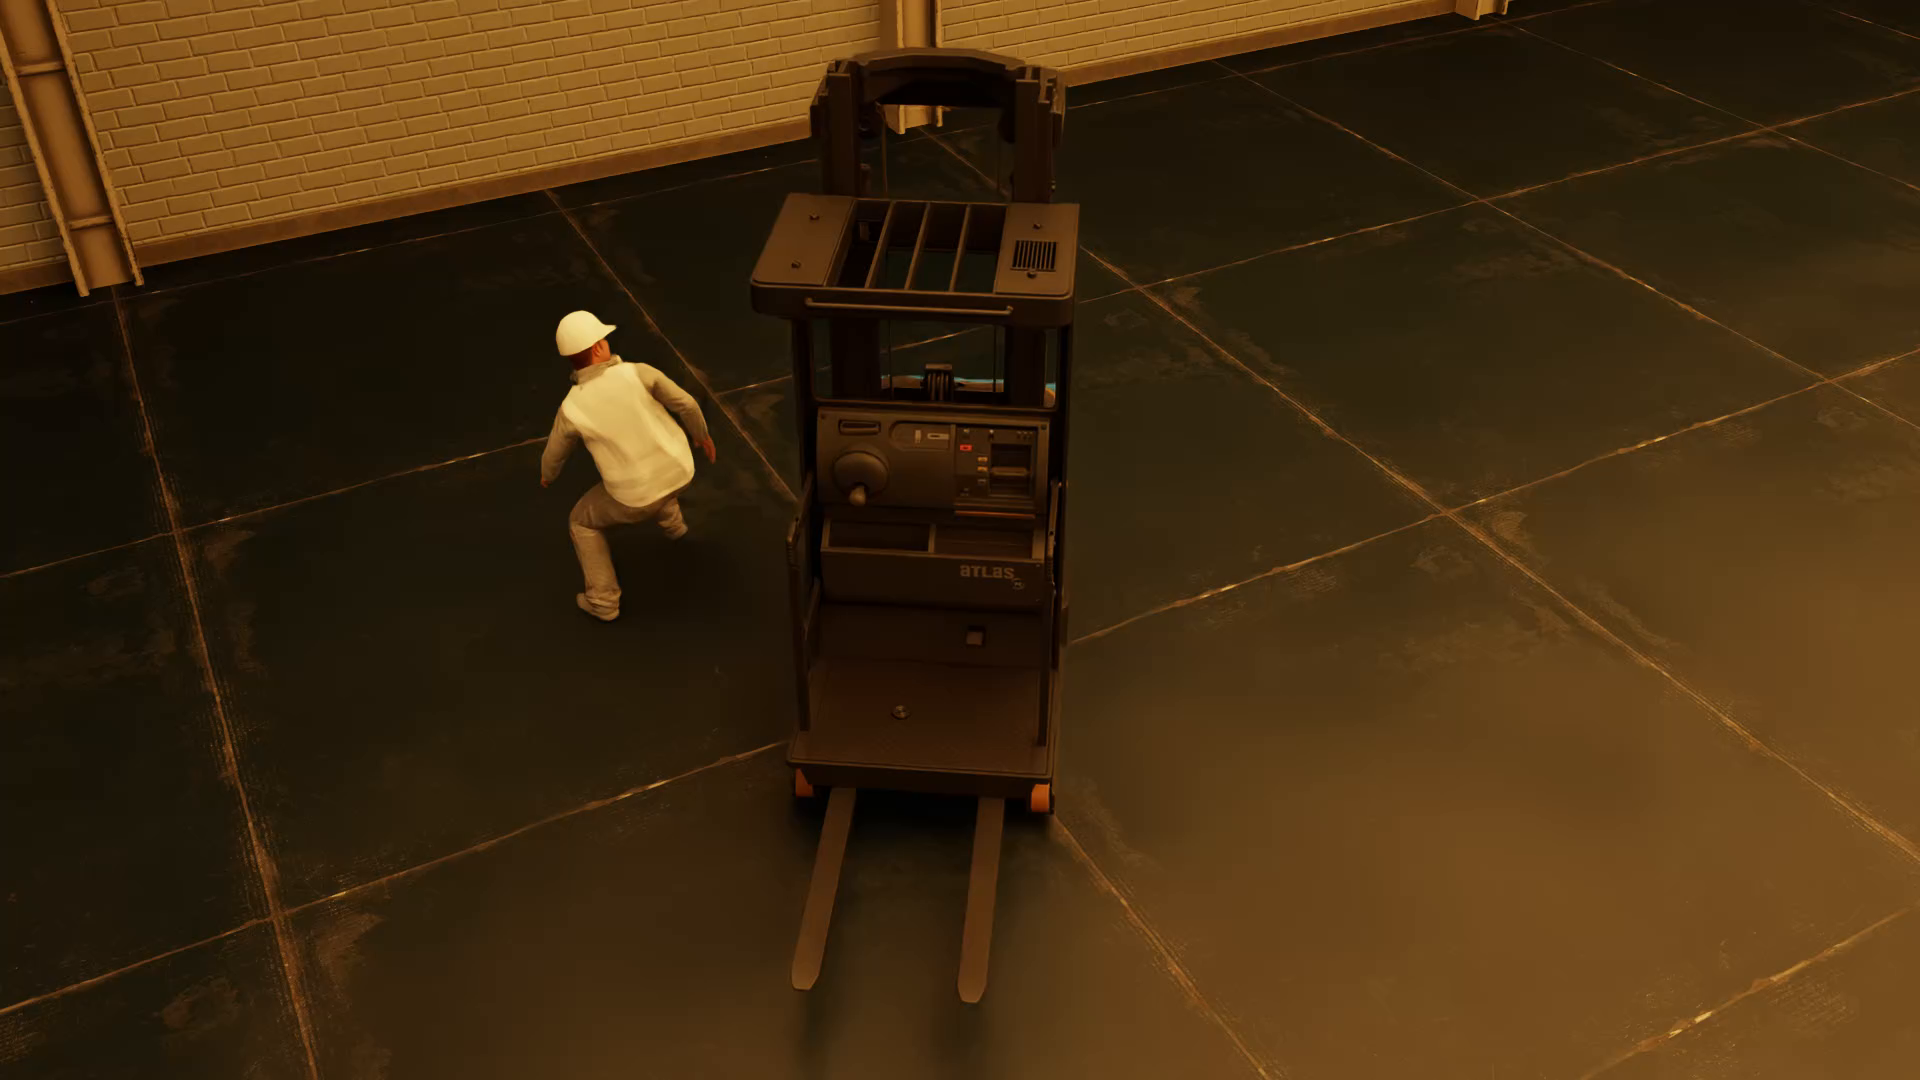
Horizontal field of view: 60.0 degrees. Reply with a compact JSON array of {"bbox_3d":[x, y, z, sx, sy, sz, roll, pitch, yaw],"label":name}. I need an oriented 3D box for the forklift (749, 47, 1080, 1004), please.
[{"bbox_3d":[-0.128,-0.249,6.475,1.130,2.935,3.031,3,35,4],"label":"forklift"}]

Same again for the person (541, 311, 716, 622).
[{"bbox_3d":[-1.600,-0.403,7.951,0.781,1.541,0.678,-24,42,-29],"label":"person"}]
